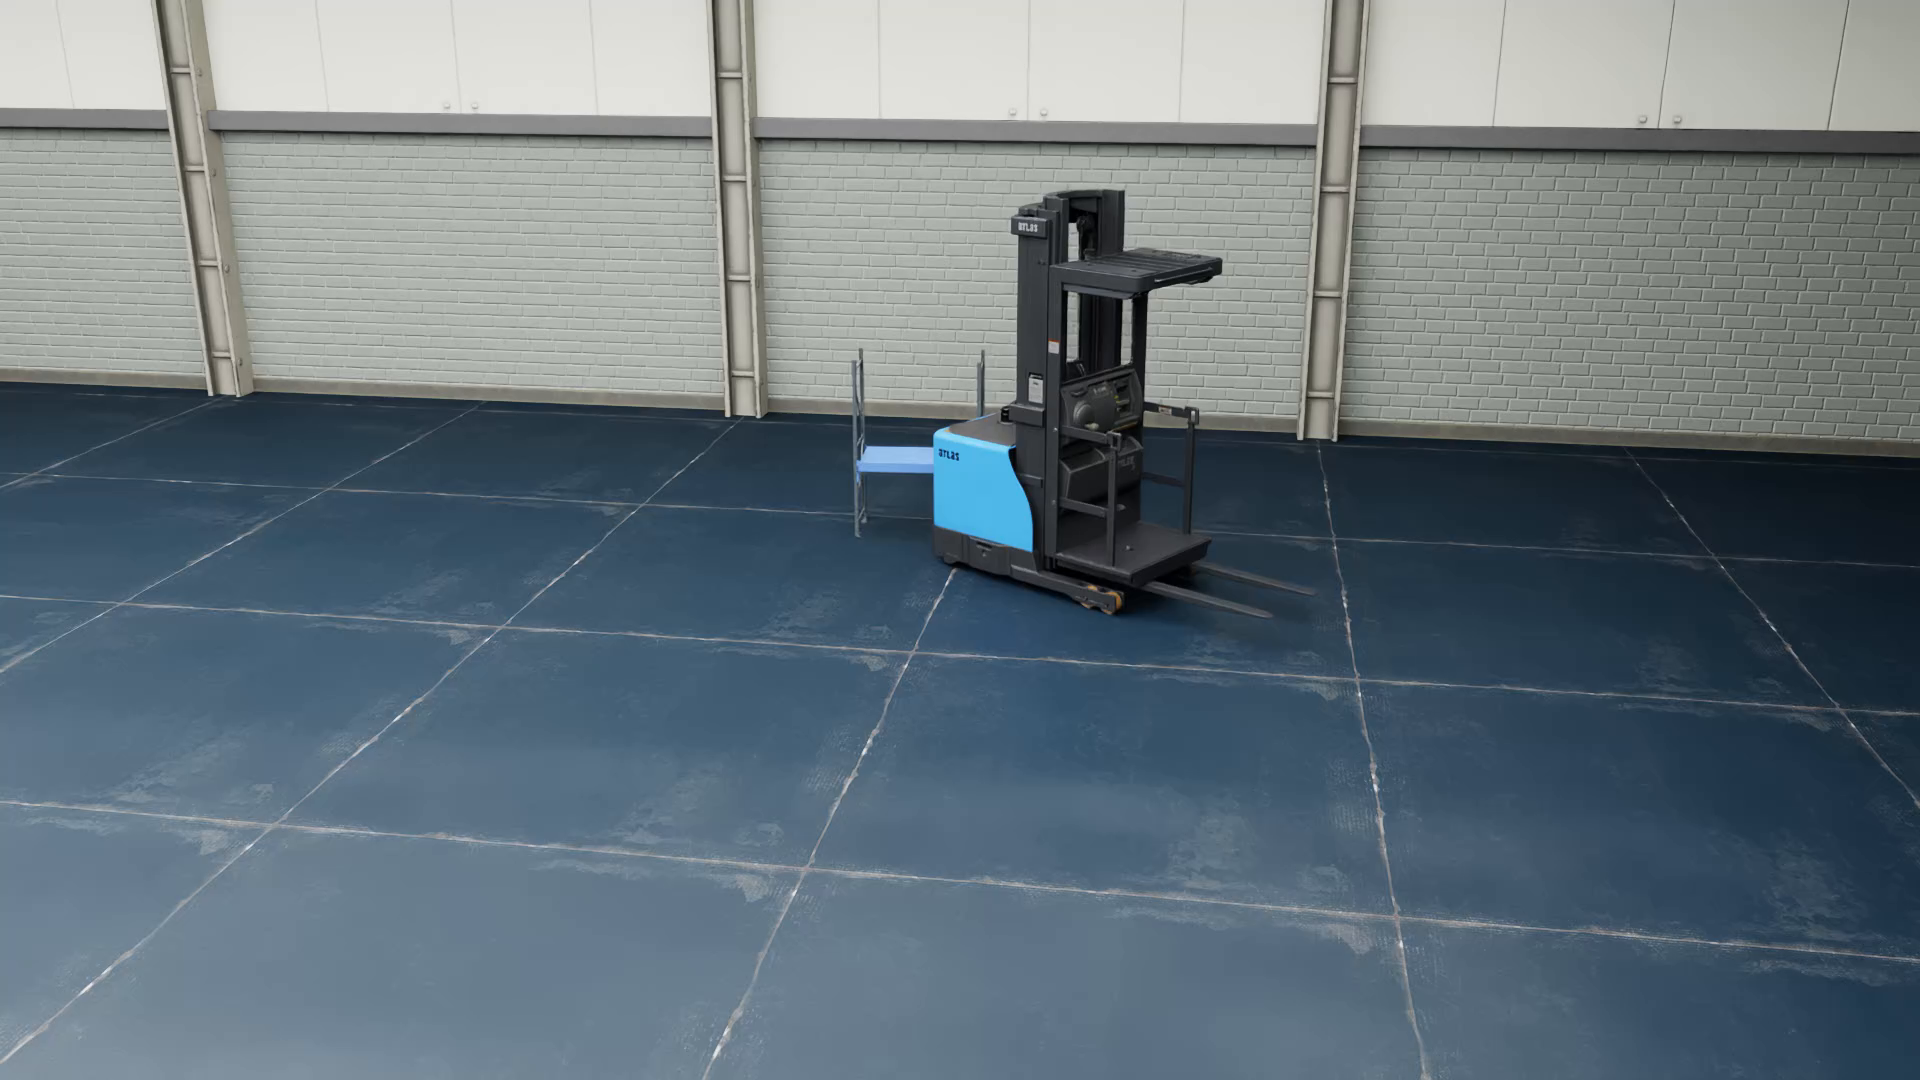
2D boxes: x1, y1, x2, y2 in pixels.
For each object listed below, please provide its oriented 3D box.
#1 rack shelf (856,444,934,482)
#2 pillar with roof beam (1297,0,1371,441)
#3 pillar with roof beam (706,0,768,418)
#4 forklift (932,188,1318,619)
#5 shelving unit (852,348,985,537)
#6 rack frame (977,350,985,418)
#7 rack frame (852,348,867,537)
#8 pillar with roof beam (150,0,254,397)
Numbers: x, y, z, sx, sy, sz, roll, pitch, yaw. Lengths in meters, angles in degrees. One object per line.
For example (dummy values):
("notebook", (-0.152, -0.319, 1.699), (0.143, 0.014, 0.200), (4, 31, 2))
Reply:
("rack shelf", (-0.333, -0.632, 13.896), (1.000, 0.185, 0.538), (1, 19, 4))
("pillar with roof beam", (2.955, -3.972, 11.492), (0.400, 9.000, 9.100), (3, 19, 9))
("pillar with roof beam", (-2.969, -4.274, 12.394), (0.400, 9.000, 9.100), (3, 19, 9))
("forklift", (1.220, -1.035, 12.277), (3.031, 2.935, 1.130), (15, 24, 39))
("shelving unit", (-0.333, -0.803, 13.839), (1.048, 1.500, 0.538), (1, 19, 4))
("rack frame", (0.173, -0.790, 13.802), (0.032, 1.500, 0.500), (1, 19, 4))
("rack frame", (-0.840, -0.816, 13.877), (0.032, 1.500, 0.500), (1, 19, 4))
("pillar with roof beam", (-8.893, -4.576, 13.297), (0.400, 9.000, 9.100), (3, 19, 9))
